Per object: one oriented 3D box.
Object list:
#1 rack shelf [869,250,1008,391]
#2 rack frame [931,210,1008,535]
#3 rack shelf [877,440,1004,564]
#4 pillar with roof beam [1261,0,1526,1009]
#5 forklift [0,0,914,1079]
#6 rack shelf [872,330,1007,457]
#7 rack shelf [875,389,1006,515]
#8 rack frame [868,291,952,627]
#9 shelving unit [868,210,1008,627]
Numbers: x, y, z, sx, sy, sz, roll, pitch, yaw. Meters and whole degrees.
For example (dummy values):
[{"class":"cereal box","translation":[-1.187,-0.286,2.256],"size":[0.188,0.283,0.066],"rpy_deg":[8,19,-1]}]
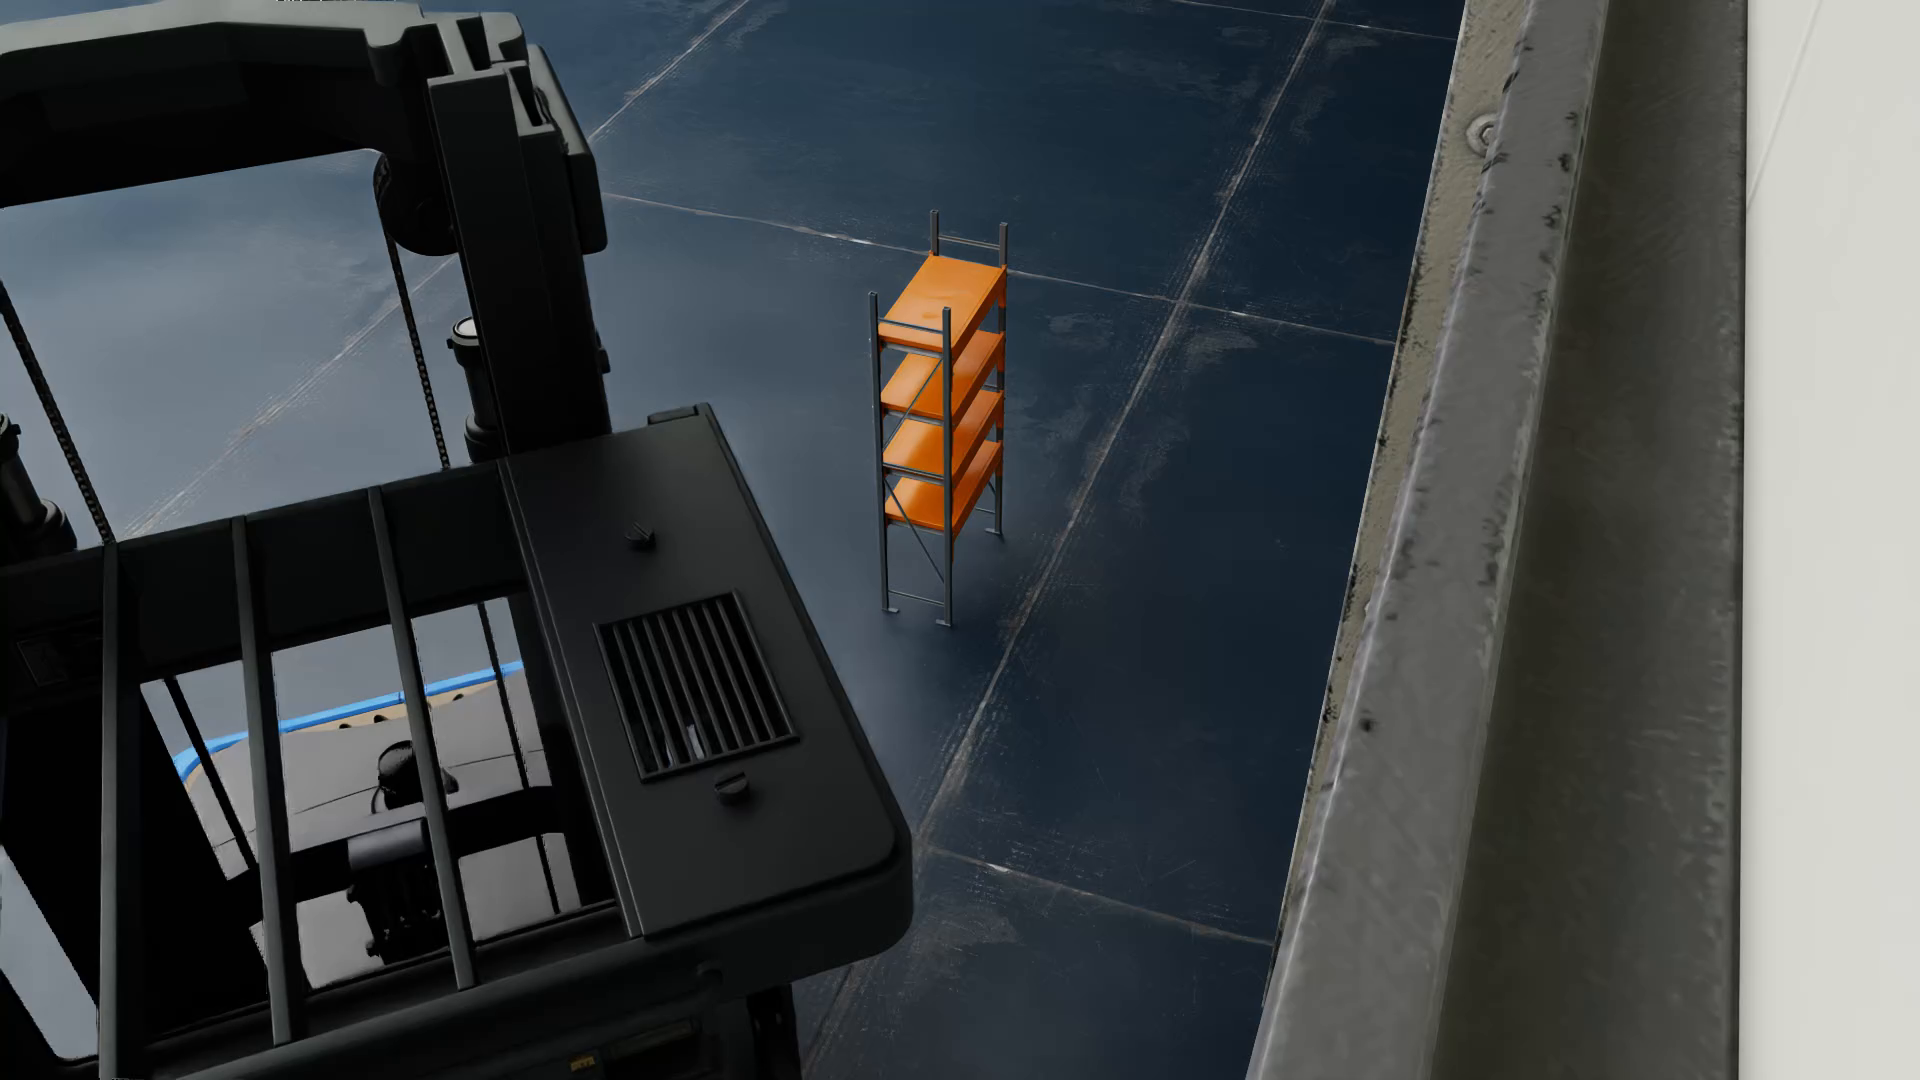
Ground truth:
[{"class":"rack shelf","translation":[-0.057,-0.654,4.915],"size":[0.258,0.148,0.480],"rpy_deg":[13,42,15]},{"class":"rack frame","translation":[0.027,-0.504,5.345],"size":[0.240,1.200,0.015],"rpy_deg":[13,42,15]},{"class":"rack shelf","translation":[-0.057,-0.153,5.343],"size":[0.258,0.148,0.480],"rpy_deg":[13,42,15]},{"class":"pillar with roof beam","translation":[-3.061,-3.262,2.568],"size":[9.100,9.000,0.400],"rpy_deg":[13,42,15]},{"class":"forklift","translation":[-0.701,0.922,2.339],"size":[1.130,2.935,3.031],"rpy_deg":[-14,42,-16]},{"class":"rack shelf","translation":[-0.057,-0.474,5.069],"size":[0.258,0.148,0.480],"rpy_deg":[13,42,15]},{"class":"rack shelf","translation":[-0.057,-0.304,5.214],"size":[0.258,0.148,0.480],"rpy_deg":[13,42,15]},{"class":"rack frame","translation":[-0.140,-0.207,4.996],"size":[0.240,1.200,0.015],"rpy_deg":[13,42,15]},{"class":"shelving unit","translation":[-0.057,-0.355,5.170],"size":[0.258,1.200,0.503],"rpy_deg":[13,42,15]}]
